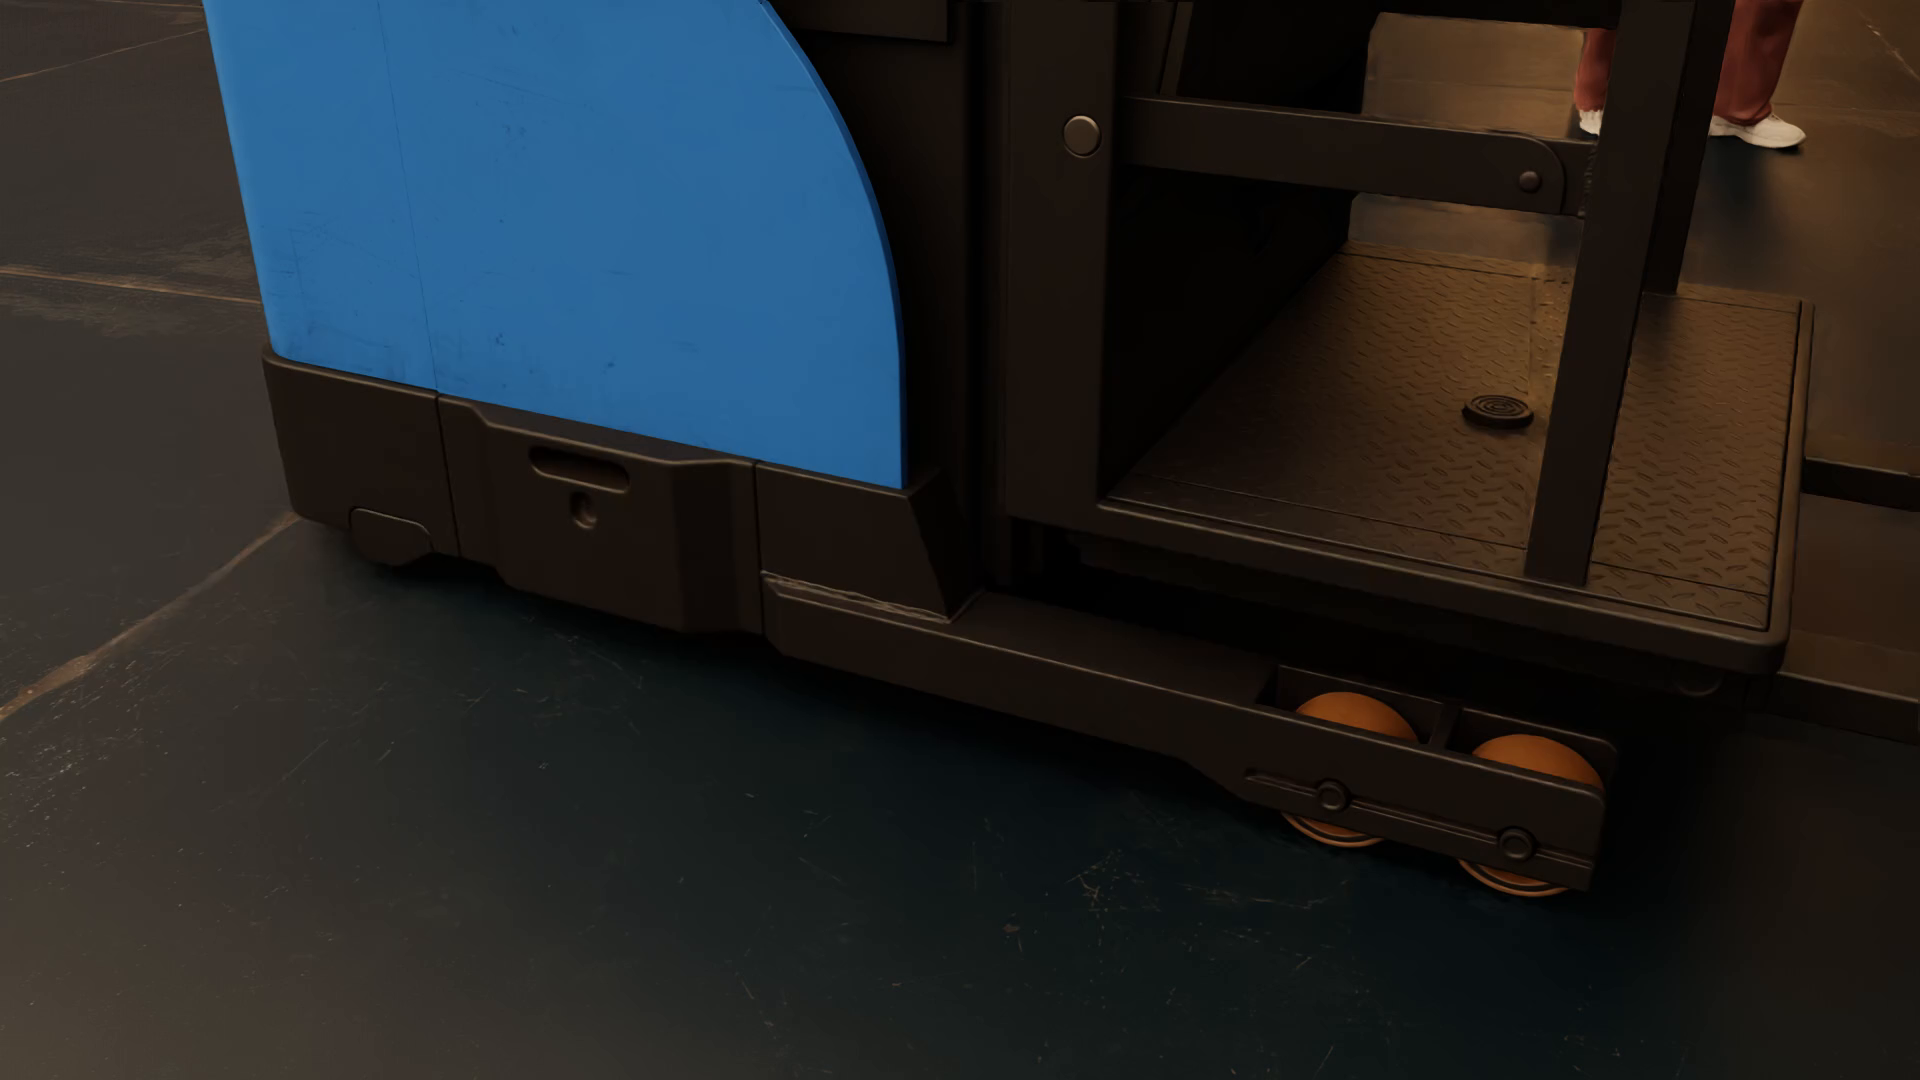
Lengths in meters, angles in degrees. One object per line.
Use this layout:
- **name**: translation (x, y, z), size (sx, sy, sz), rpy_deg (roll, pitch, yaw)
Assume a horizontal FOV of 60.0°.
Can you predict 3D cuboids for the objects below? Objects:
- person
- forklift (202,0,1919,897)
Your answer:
- **person**: translation (1.981, -1.875, 4.452), size (0.815, 1.651, 0.459), rpy_deg (7, 28, 14)
- **forklift**: translation (0.563, -1.205, 1.636), size (3.031, 2.935, 1.130), rpy_deg (12, 30, 23)
